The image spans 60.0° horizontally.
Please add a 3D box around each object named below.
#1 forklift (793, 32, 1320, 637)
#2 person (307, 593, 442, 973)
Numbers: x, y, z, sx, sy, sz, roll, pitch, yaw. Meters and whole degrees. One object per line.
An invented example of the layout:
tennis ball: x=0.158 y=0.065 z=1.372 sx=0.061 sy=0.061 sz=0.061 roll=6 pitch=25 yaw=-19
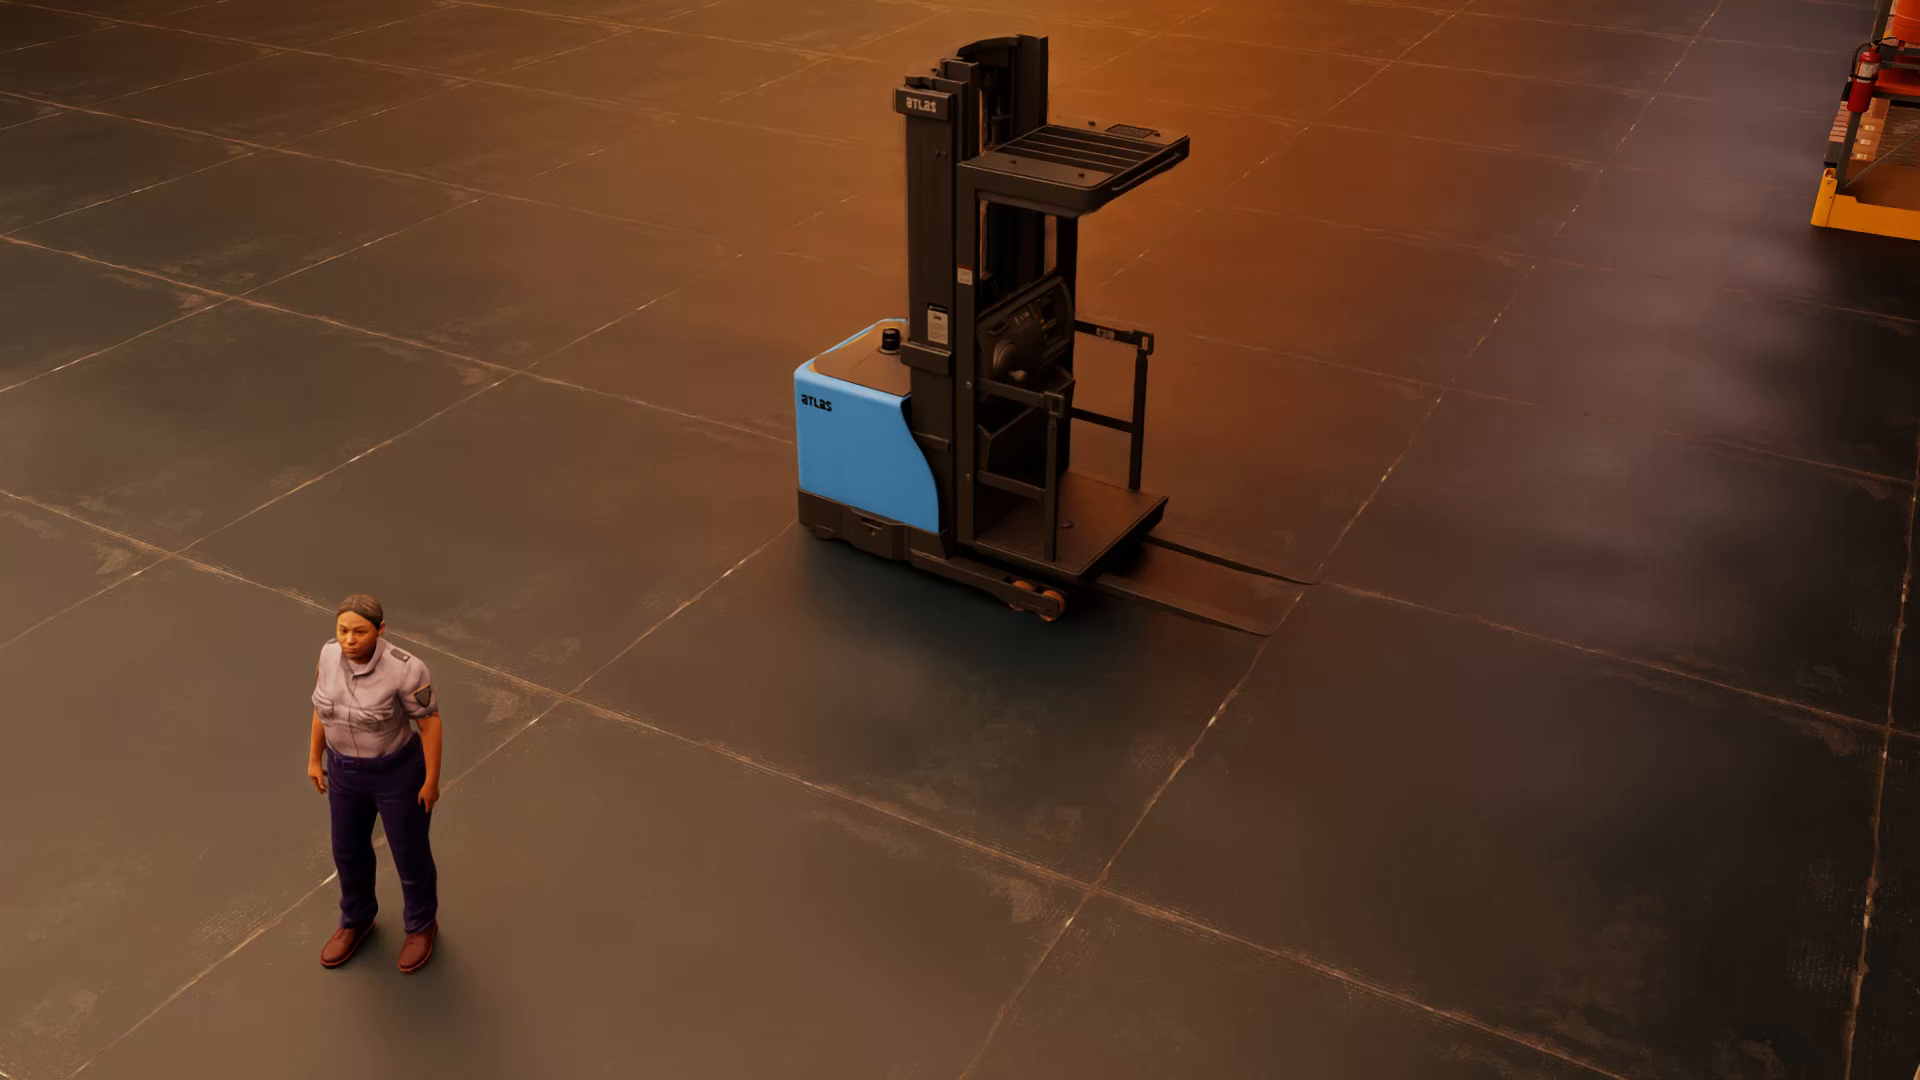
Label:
forklift: x=0.535 y=-1.124 z=9.019 sx=3.031 sy=2.935 sz=1.130 roll=18 pitch=35 yaw=28
person: x=-2.361 y=0.984 z=6.654 sx=0.568 sy=1.663 sz=0.469 roll=7 pitch=31 yaw=12
